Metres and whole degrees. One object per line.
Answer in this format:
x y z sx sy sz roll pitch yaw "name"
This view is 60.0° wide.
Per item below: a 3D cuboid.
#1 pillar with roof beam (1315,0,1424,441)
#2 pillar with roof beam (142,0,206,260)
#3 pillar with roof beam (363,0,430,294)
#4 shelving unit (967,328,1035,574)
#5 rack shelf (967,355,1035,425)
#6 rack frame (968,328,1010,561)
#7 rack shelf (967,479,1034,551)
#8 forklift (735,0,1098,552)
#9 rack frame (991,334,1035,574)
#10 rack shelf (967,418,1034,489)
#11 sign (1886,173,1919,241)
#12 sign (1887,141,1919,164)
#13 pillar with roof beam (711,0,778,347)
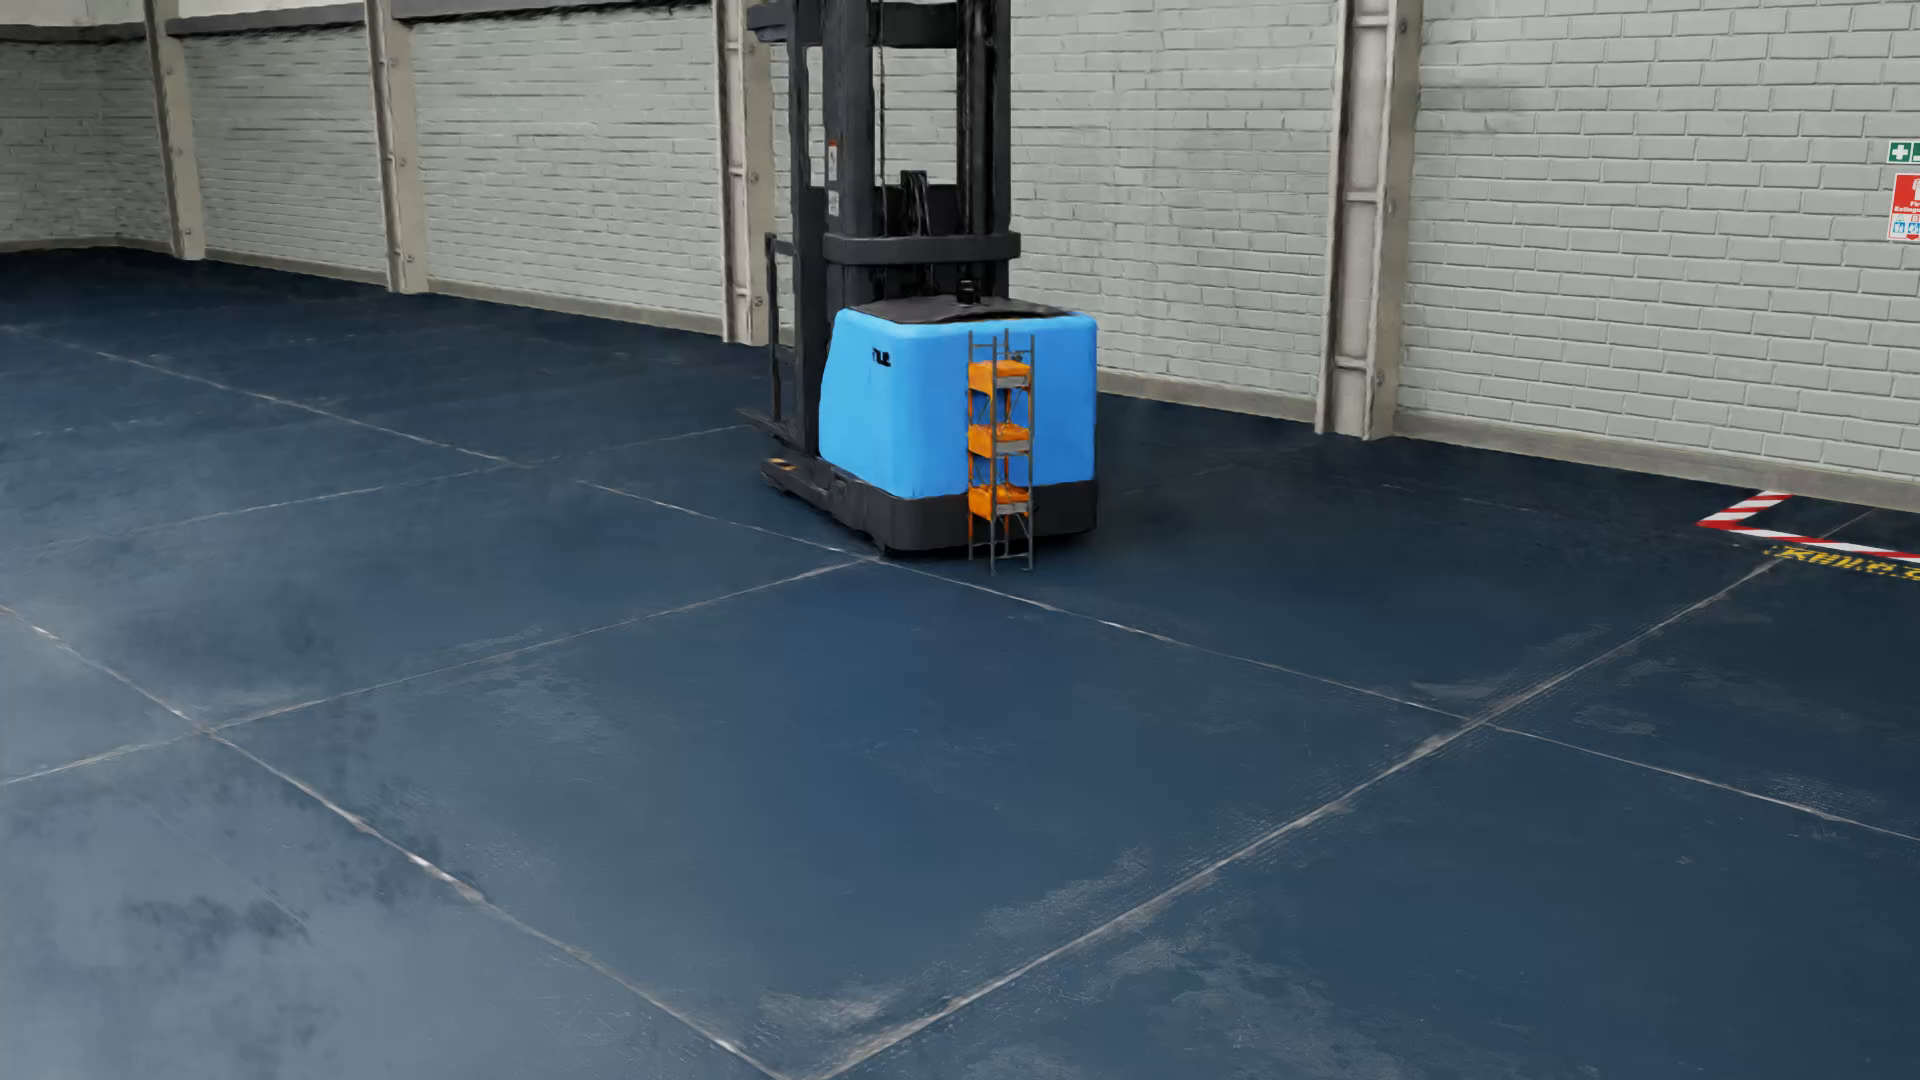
-0.494 -4.245 6.378 0.400 9.000 9.100 14 20 42 "pillar with roof beam"
-13.452 -7.396 18.468 0.400 9.000 9.100 14 20 42 "pillar with roof beam"
-9.133 -6.346 14.438 0.400 9.000 9.100 14 20 42 "pillar with roof beam"
0.179 -0.395 7.366 0.215 1.050 0.252 -7 16 -24 "shelving unit"
0.179 -0.659 7.297 0.215 0.259 0.240 -7 16 -24 "rack shelf"
0.128 -0.423 7.473 0.200 1.050 0.008 -7 16 -24 "rack frame"
0.179 -0.116 7.439 0.215 0.259 0.240 -7 16 -24 "rack shelf"
-0.426 -1.692 8.612 1.130 2.935 3.031 -7 16 -24 "forklift"
0.230 -0.367 7.259 0.200 1.050 0.008 -7 16 -24 "rack frame"
0.179 -0.385 7.369 0.215 0.259 0.240 -7 16 -24 "rack shelf"
4.734 -1.646 8.229 0.234 0.329 0.001 14 20 42 "sign"
4.731 -1.900 8.153 0.331 0.109 0.001 14 20 42 "sign"
-4.813 -5.295 10.408 0.400 9.000 9.100 14 20 42 "pillar with roof beam"
